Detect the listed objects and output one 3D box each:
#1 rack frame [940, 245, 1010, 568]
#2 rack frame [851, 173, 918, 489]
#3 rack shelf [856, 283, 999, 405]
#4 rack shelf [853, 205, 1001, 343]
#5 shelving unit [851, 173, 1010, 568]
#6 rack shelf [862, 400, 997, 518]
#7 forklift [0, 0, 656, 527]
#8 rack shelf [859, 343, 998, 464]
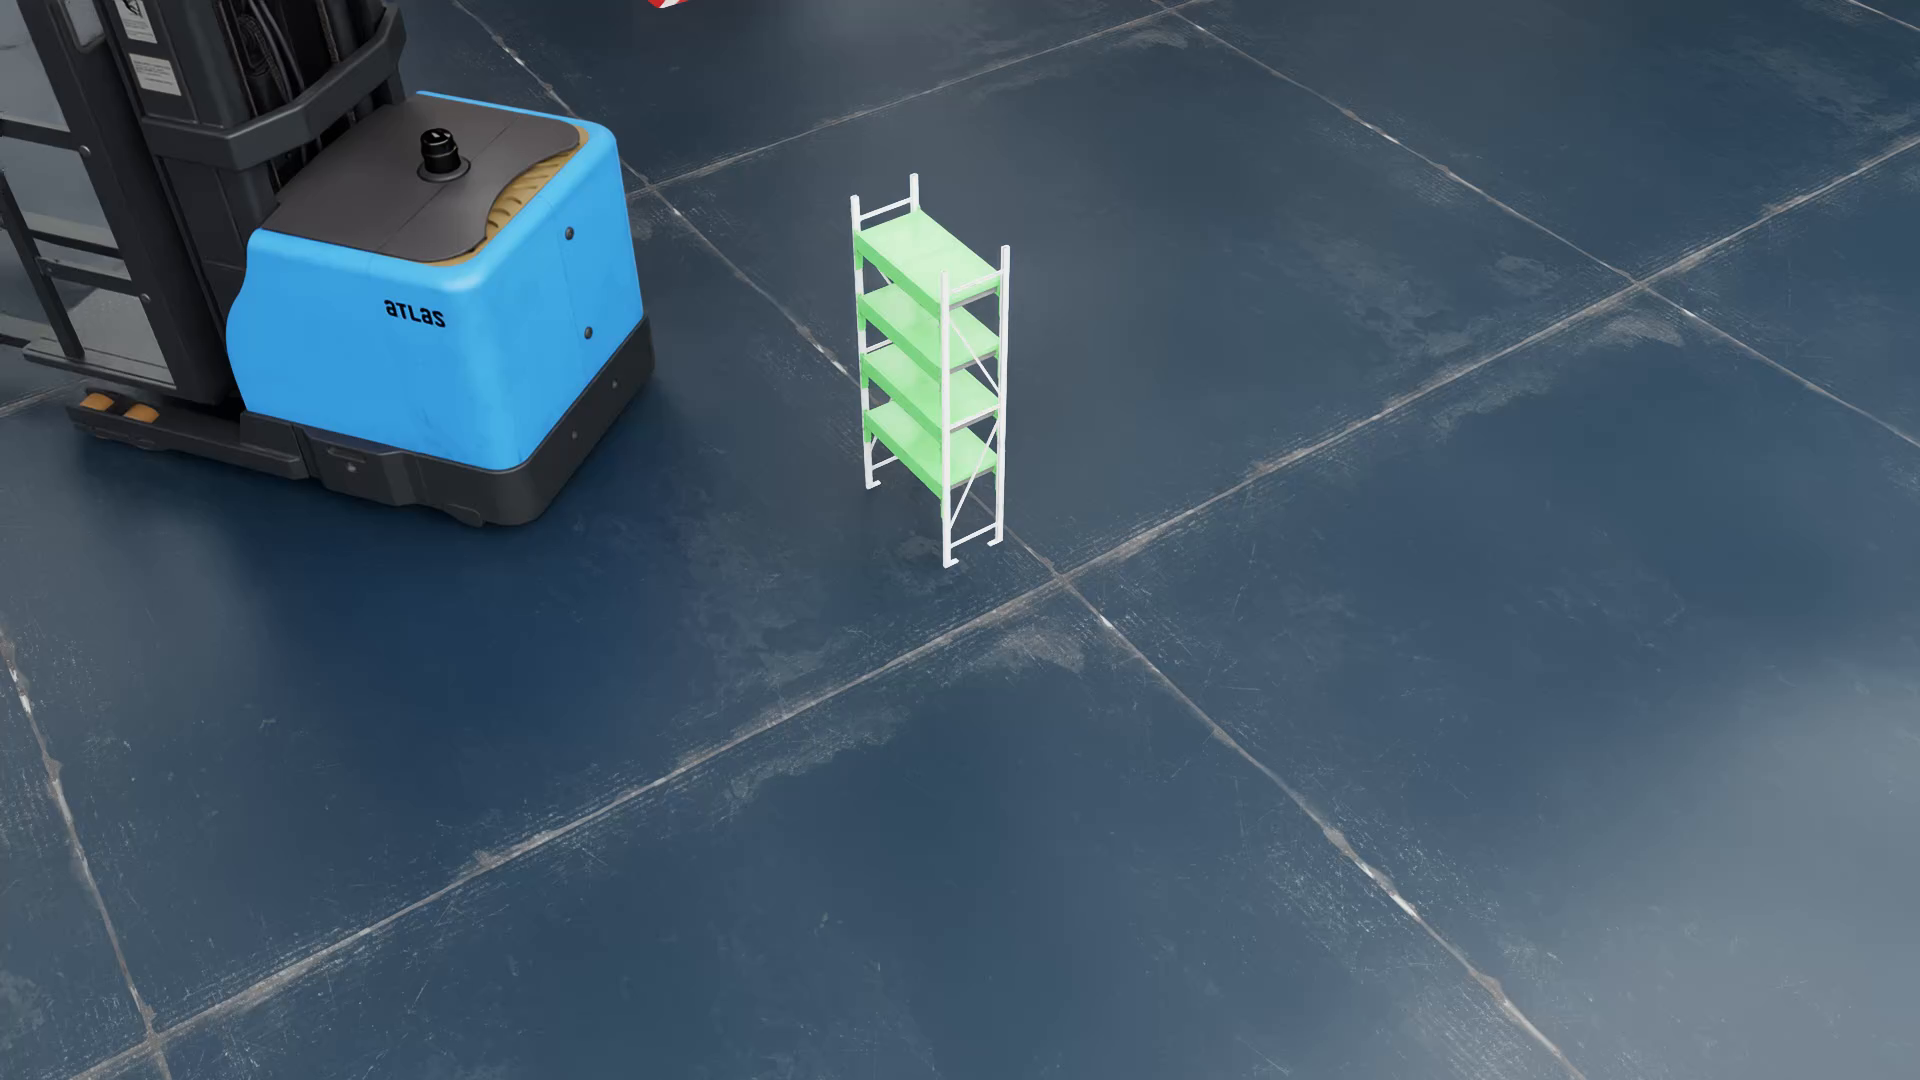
[{"bbox_3d":[0.045,-0.390,5.289,0.240,1.200,0.015,-26,49,-24],"label":"rack frame"},{"bbox_3d":[-0.234,-0.666,5.579,0.240,1.200,0.015,-26,49,-24],"label":"rack frame"},{"bbox_3d":[-0.095,-0.655,5.312,0.258,0.148,0.480,-26,49,-24],"label":"rack shelf"},{"bbox_3d":[-0.095,-0.829,5.147,0.258,0.148,0.480,-26,49,-24],"label":"rack shelf"},{"bbox_3d":[-0.095,-0.528,5.434,0.258,1.200,0.503,-26,49,-24],"label":"shelving unit"},{"bbox_3d":[-0.095,-0.308,5.644,0.258,0.148,0.480,-26,49,-24],"label":"rack shelf"},{"bbox_3d":[-2.735,-1.720,5.429,3.031,2.935,1.130,13,45,14],"label":"forklift"},{"bbox_3d":[-0.095,-0.482,5.478,0.258,0.148,0.480,-26,49,-24],"label":"rack shelf"}]
